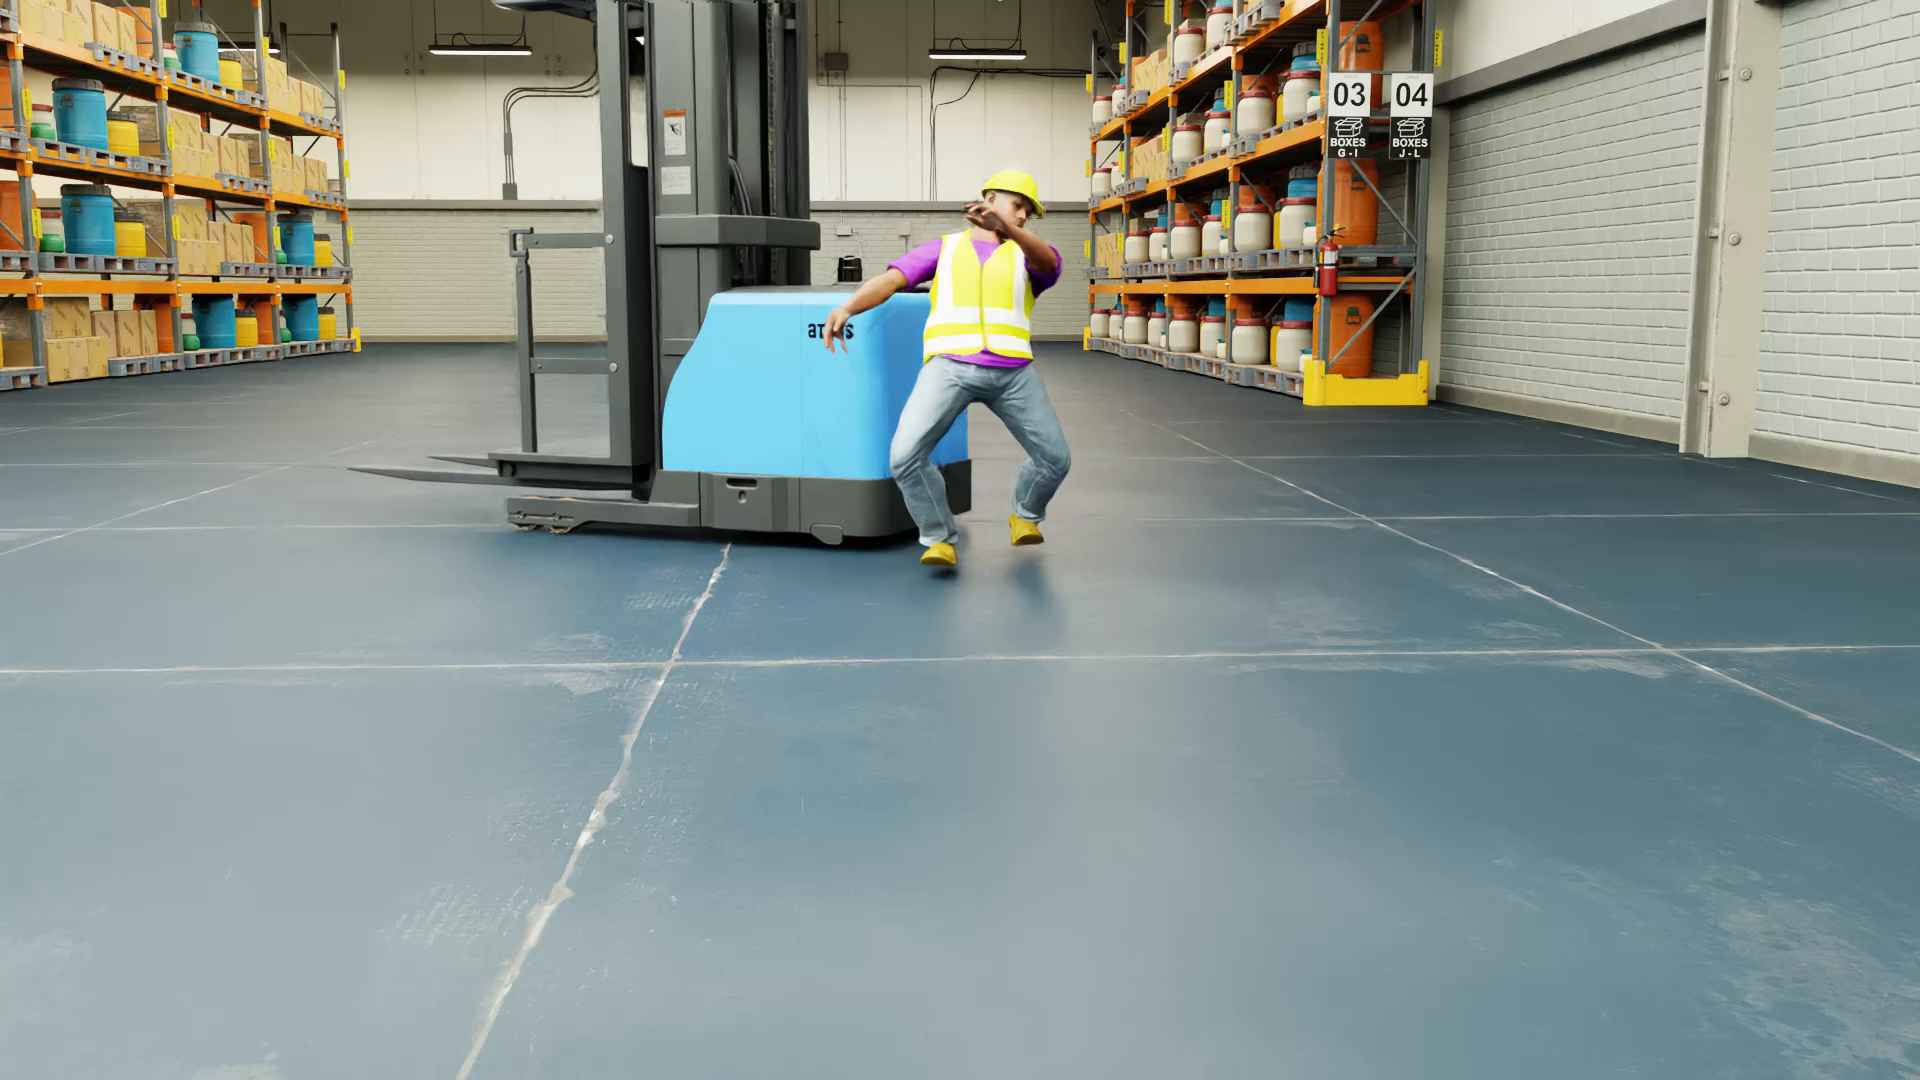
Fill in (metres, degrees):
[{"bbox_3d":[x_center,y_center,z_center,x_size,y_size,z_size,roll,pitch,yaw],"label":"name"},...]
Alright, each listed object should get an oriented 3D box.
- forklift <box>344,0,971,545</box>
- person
[{"bbox_3d":[-1.514,-1.544,7.729,3.031,2.935,1.130,4,9,23],"label":"forklift"},{"bbox_3d":[-0.050,-0.669,6.408,0.972,1.518,0.800,-2,9,-13],"label":"person"}]
